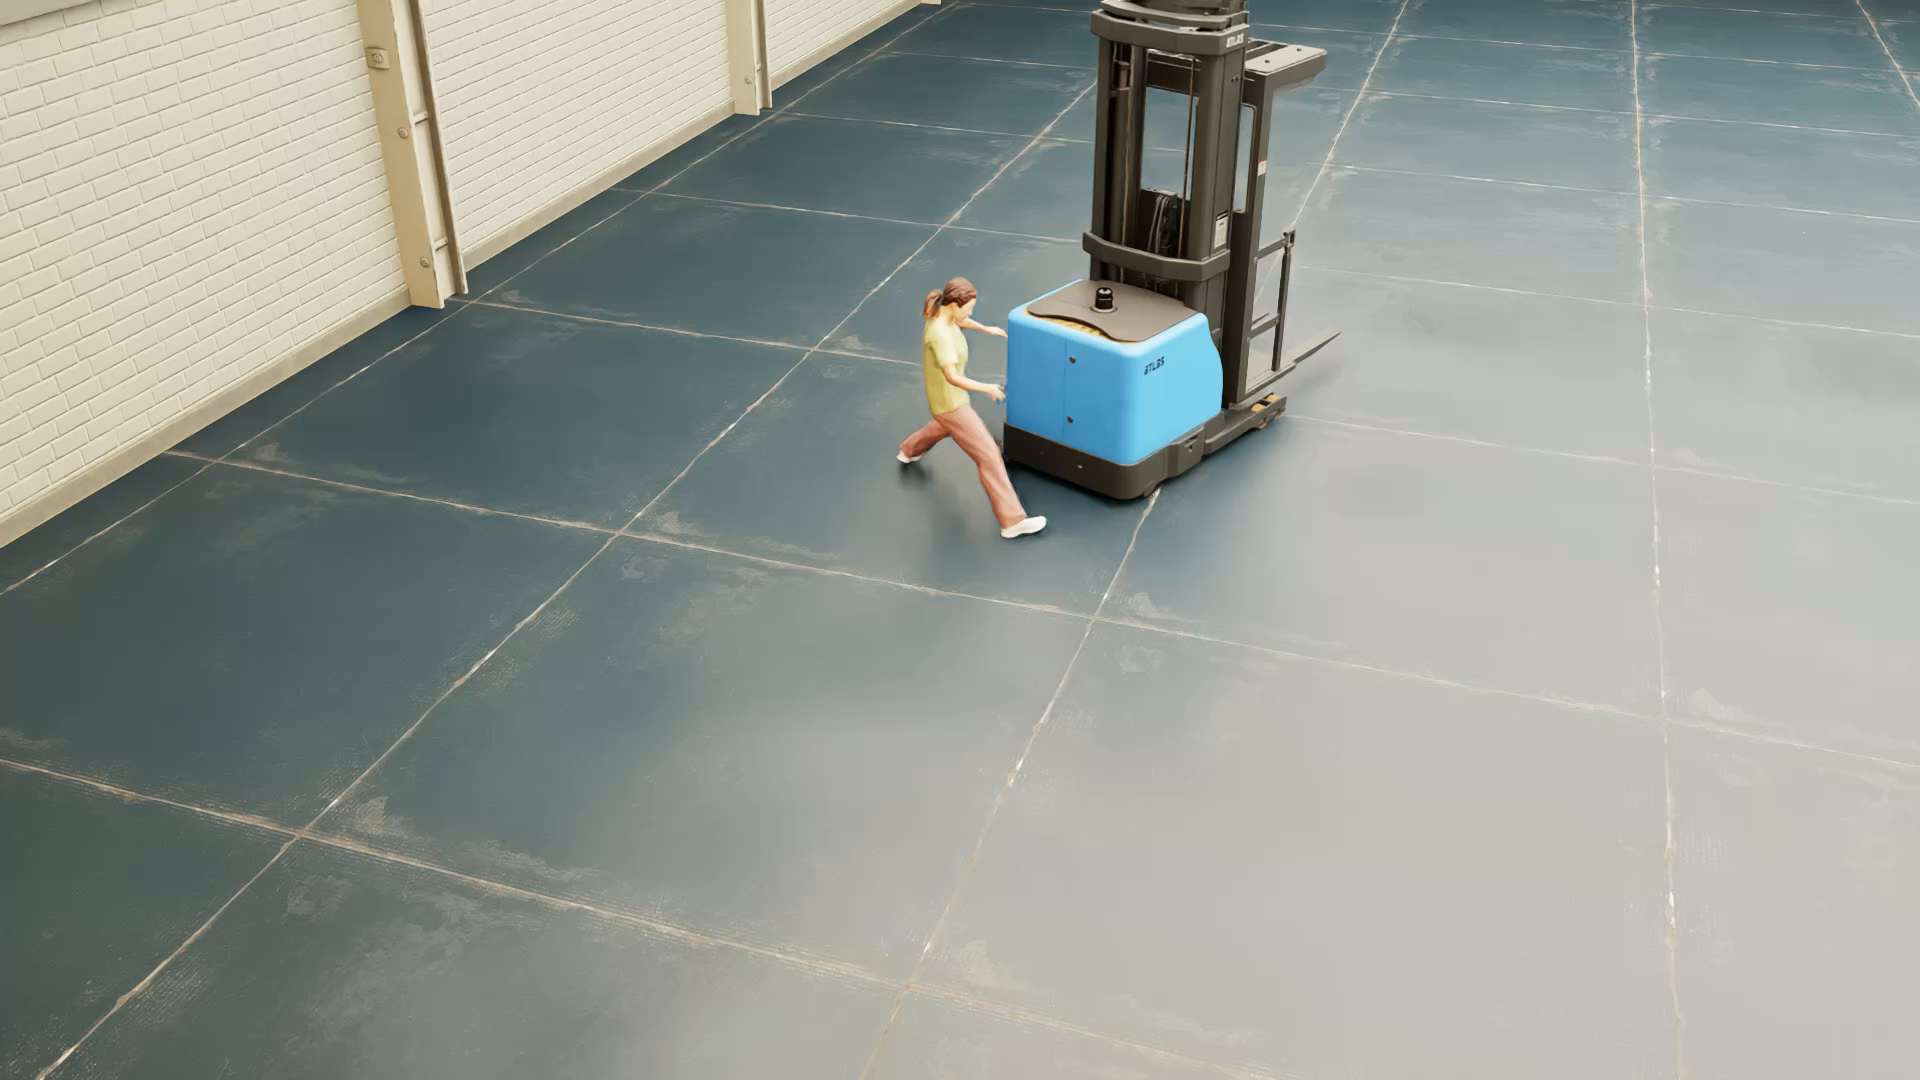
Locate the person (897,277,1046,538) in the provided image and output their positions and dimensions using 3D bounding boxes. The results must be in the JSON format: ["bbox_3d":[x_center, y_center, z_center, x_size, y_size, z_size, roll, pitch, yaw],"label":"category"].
[{"bbox_3d":[0.057,-0.936,10.235,0.902,1.478,1.201,-1,30,-3],"label":"person"}]

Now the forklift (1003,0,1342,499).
[{"bbox_3d":[1.618,-2.183,10.966,1.130,2.935,3.031,23,37,34],"label":"forklift"}]
